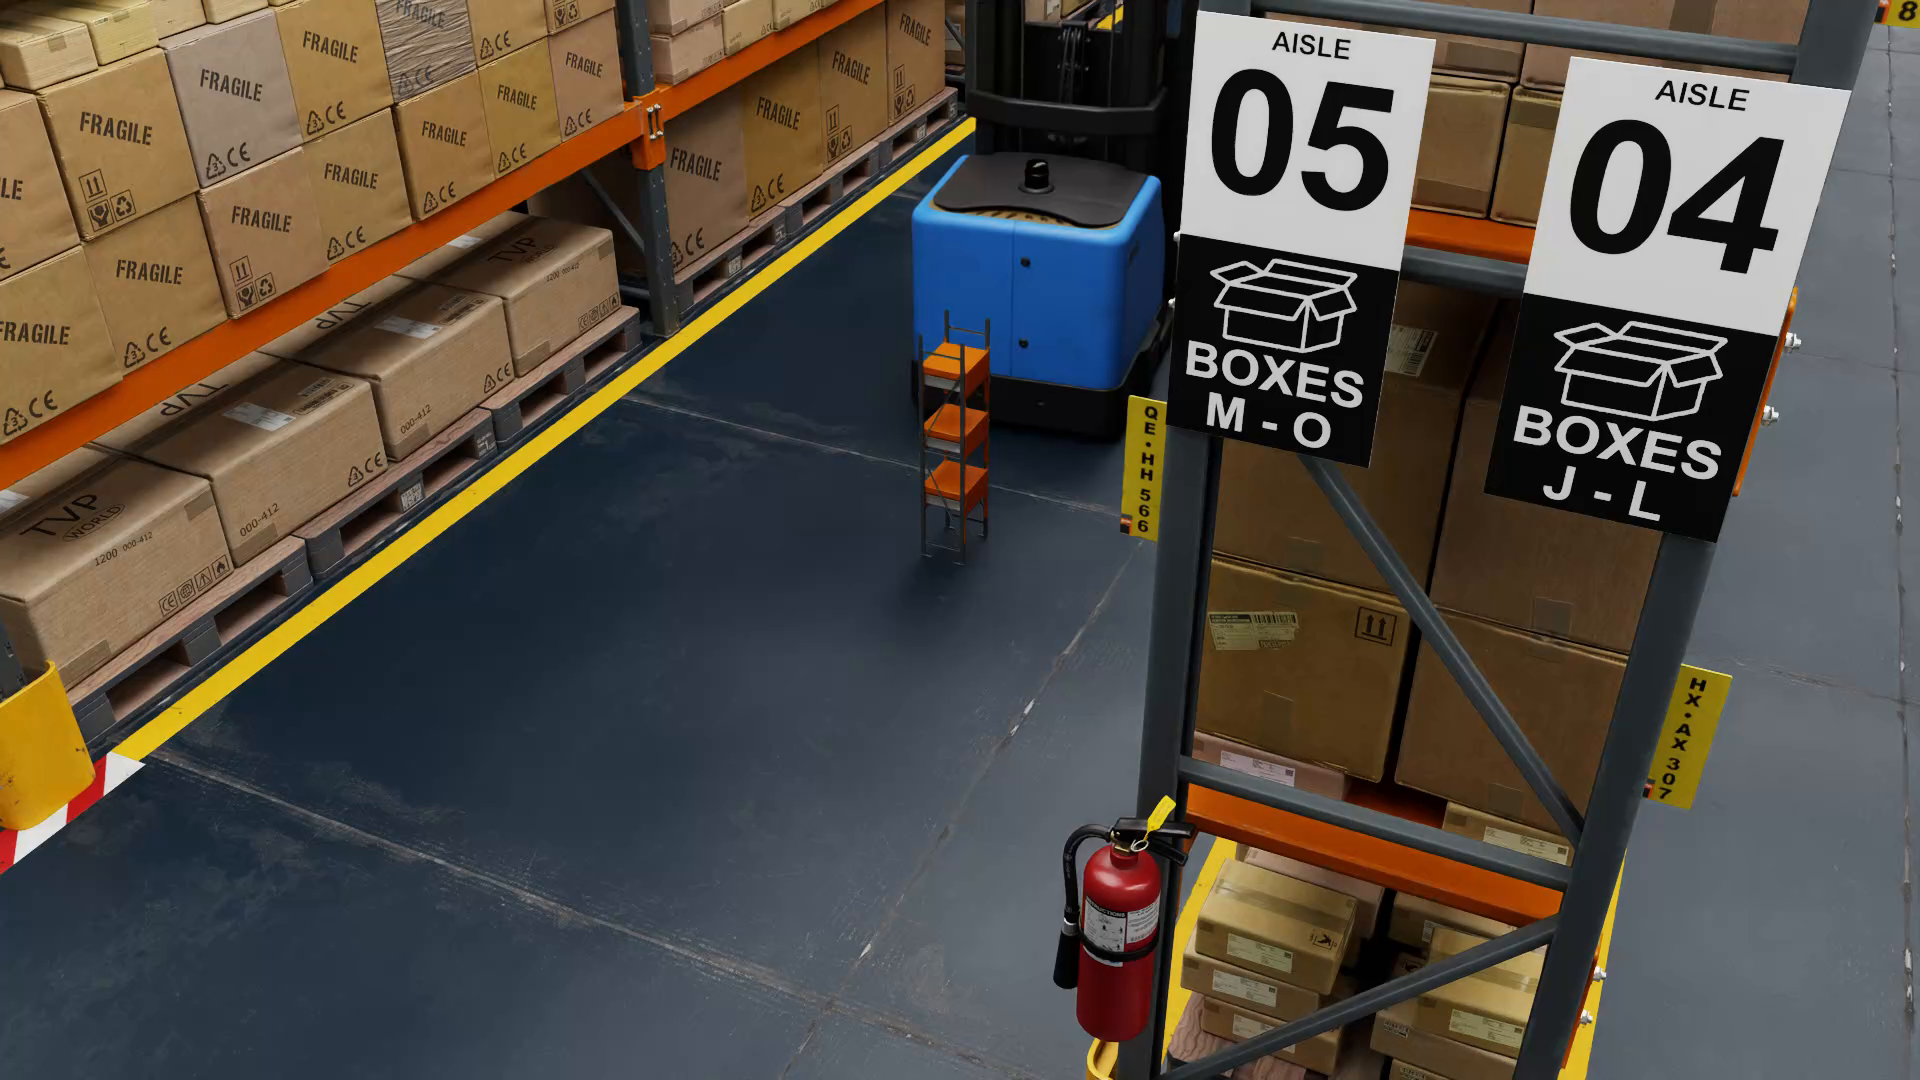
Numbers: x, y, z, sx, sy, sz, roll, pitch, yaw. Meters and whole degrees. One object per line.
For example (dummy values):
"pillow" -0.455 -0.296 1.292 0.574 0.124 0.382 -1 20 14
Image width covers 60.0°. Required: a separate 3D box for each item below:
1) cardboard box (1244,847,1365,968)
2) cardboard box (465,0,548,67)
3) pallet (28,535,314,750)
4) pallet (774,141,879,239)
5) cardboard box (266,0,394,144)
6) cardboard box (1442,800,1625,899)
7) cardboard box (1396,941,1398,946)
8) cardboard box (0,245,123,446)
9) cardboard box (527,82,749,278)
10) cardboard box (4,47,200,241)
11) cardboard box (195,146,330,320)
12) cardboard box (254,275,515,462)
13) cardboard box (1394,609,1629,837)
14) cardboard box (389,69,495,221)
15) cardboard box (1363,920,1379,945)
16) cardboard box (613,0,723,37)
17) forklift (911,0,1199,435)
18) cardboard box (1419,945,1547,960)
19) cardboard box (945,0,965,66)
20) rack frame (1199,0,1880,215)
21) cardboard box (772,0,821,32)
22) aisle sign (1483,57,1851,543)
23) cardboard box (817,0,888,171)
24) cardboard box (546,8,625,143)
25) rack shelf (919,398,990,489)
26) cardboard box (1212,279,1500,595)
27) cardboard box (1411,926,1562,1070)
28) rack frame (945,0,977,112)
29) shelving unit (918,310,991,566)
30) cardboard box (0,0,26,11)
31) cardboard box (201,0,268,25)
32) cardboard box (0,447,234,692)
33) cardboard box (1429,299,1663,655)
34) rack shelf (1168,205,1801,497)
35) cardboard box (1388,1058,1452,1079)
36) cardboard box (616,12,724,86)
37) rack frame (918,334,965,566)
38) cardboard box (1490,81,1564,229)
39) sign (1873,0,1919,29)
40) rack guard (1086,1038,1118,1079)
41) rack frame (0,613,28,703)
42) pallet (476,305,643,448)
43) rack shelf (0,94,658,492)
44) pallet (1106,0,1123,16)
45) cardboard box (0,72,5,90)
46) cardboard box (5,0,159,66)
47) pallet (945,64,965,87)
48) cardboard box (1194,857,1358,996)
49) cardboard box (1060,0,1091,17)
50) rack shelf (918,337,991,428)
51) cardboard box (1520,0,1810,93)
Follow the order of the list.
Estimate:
"cardboard box" 0.997 1.059 4.846 0.380 0.149 0.250 13 36 19
"cardboard box" -2.153 -2.375 7.134 0.500 0.500 0.500 14 36 20
"pallet" -3.397 0.277 6.635 1.003 0.211 1.213 14 36 20
"pallet" -1.224 -2.310 10.580 1.003 0.211 1.213 14 36 20
"cardboard box" -2.575 -1.872 6.366 0.500 0.500 0.500 14 36 21
"cardboard box" 1.311 0.632 3.780 0.380 0.149 0.250 14 36 20
"cardboard box" 1.520 1.167 4.951 0.380 0.149 0.250 15 36 21
"cardboard box" -3.199 -0.688 5.472 0.500 0.500 0.500 14 36 20
"cardboard box" -1.800 -2.079 9.240 0.875 0.875 0.875 15 36 22
"cardboard box" -2.991 -1.365 5.593 0.500 0.500 0.500 13 35 19
"cardboard box" -2.784 -1.195 6.246 0.500 0.500 0.500 14 36 20
"cardboard box" -2.721 -0.835 7.741 0.875 0.438 0.875 13 35 19
"cardboard box" 1.316 0.286 3.715 0.500 0.500 0.500 16 36 23
"cardboard box" -2.356 -1.706 7.025 0.500 0.500 0.500 14 36 20
"cardboard box" 1.113 1.056 5.121 0.380 0.149 0.250 14 36 20
"cardboard box" -1.547 -2.766 8.413 0.500 0.250 0.500 13 35 19
"forklift" 0.689 -2.524 8.426 1.130 2.935 3.031 10 34 14
"cardboard box" 1.496 1.179 4.661 0.380 0.149 0.250 14 36 20
"cardboard box" -0.068 -3.813 12.343 0.950 0.372 0.625 12 35 17
"rack frame" 0.878 -1.896 1.935 1.000 3.000 0.127 14 36 20
"cardboard box" -1.119 -3.070 9.334 0.500 0.250 0.500 14 36 20
"aisle sign" 1.120 -0.369 2.707 0.394 0.787 0.004 14 36 20
"cardboard box" -1.055 -2.976 10.607 0.875 0.875 0.875 15 36 21
"cardboard box" -1.949 -2.217 7.804 0.500 0.500 0.500 15 36 21
"rack shelf" -0.022 -0.404 6.927 0.215 0.259 0.240 14 36 20
"cardboard box" 0.843 -0.257 3.632 0.500 0.500 0.500 13 36 20
"cardboard box" 1.405 1.197 4.363 0.380 0.149 0.250 13 35 18
"rack frame" -0.314 -4.457 11.312 1.000 3.000 0.127 14 36 20
"shelving unit" -0.022 -0.412 6.921 0.215 1.050 0.252 14 36 20
"cardboard box" -3.434 -1.824 5.702 0.380 0.149 0.250 15 36 22
"cardboard box" -2.705 -1.960 5.909 0.380 0.149 0.250 15 36 21
"cardboard box" -3.475 0.072 6.359 0.875 0.438 0.875 13 35 19
"cardboard box" 1.307 -0.134 3.445 0.500 0.500 0.500 14 36 20
"rack shelf" 1.714 -1.337 4.474 1.077 0.370 4.000 14 36 20
"cardboard box" 1.388 1.442 4.533 0.380 0.149 0.250 15 36 21
"cardboard box" -1.563 -2.561 8.556 0.500 0.250 0.500 13 36 19
"rack frame" -0.073 -0.352 6.829 0.200 1.050 0.008 14 36 20
"cardboard box" 1.298 -0.744 3.050 0.500 0.250 0.500 15 36 22
"sign" 1.371 -0.883 2.328 0.100 0.325 0.005 14 36 20
"rack guard" 0.909 1.620 4.323 1.175 0.500 0.348 14 36 20
"rack frame" -3.661 -0.473 5.235 1.000 3.000 0.127 14 36 20
"pallet" -2.376 -0.938 8.488 1.003 0.211 1.213 14 36 20
"rack shelf" -2.824 -1.168 6.952 1.077 0.370 4.000 14 36 20
"pallet" 1.035 -4.895 14.523 1.003 0.211 1.213 14 36 20
"cardboard box" -3.216 -1.464 5.152 0.380 0.149 0.250 15 36 22
"cardboard box" -2.909 -1.702 5.516 0.380 0.149 0.250 13 35 19
"pallet" 0.015 -3.680 12.669 1.003 0.211 1.213 14 36 20
"cardboard box" 0.869 1.059 4.574 0.380 0.149 0.250 15 36 21
"cardboard box" 0.556 -4.558 13.480 0.950 0.372 0.625 15 36 22
"rack shelf" -0.022 -0.641 6.772 0.215 0.259 0.240 14 36 20
"cardboard box" 1.301 -0.952 2.912 0.500 0.250 0.500 15 36 21
